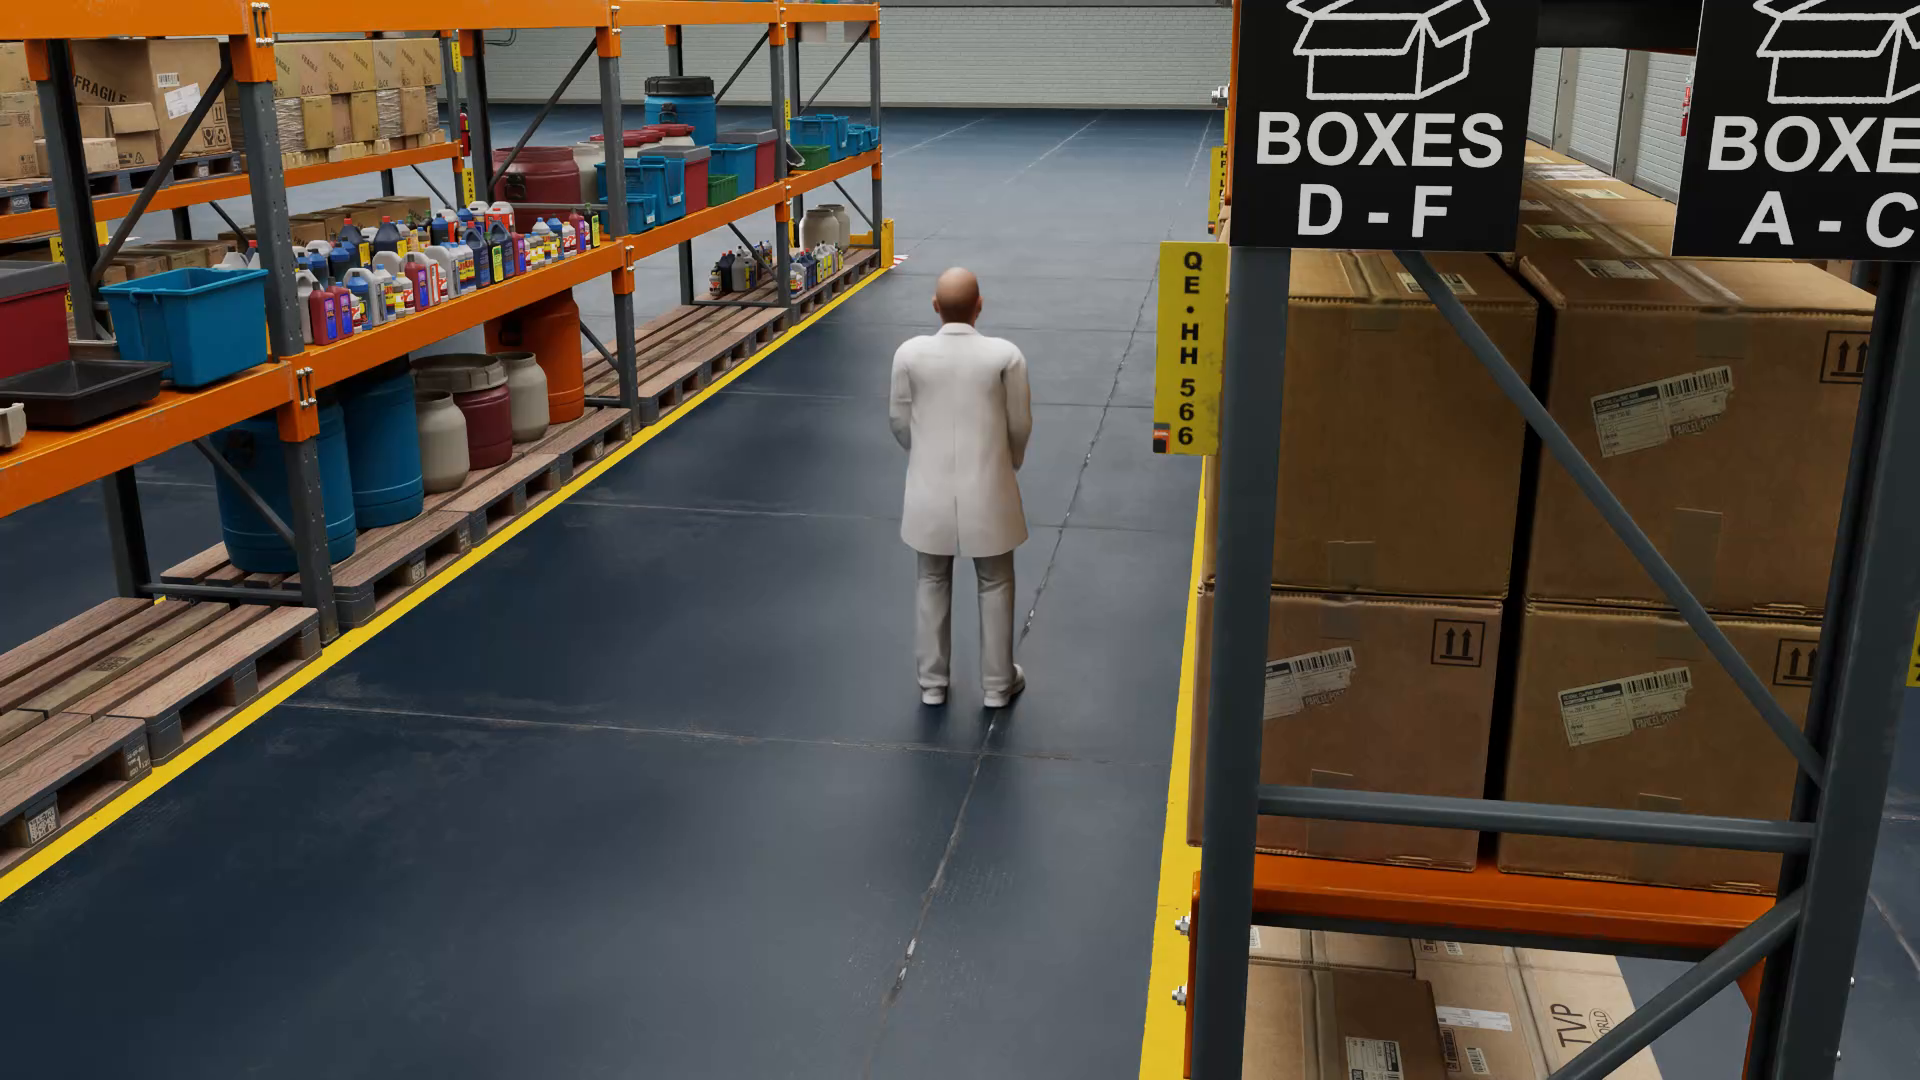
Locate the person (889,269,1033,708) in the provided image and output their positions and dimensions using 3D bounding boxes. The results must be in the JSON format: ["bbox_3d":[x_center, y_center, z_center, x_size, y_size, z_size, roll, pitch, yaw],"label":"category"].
[{"bbox_3d":[0.015,-0.216,6.744,0.572,1.782,0.479,3,18,8],"label":"person"}]
